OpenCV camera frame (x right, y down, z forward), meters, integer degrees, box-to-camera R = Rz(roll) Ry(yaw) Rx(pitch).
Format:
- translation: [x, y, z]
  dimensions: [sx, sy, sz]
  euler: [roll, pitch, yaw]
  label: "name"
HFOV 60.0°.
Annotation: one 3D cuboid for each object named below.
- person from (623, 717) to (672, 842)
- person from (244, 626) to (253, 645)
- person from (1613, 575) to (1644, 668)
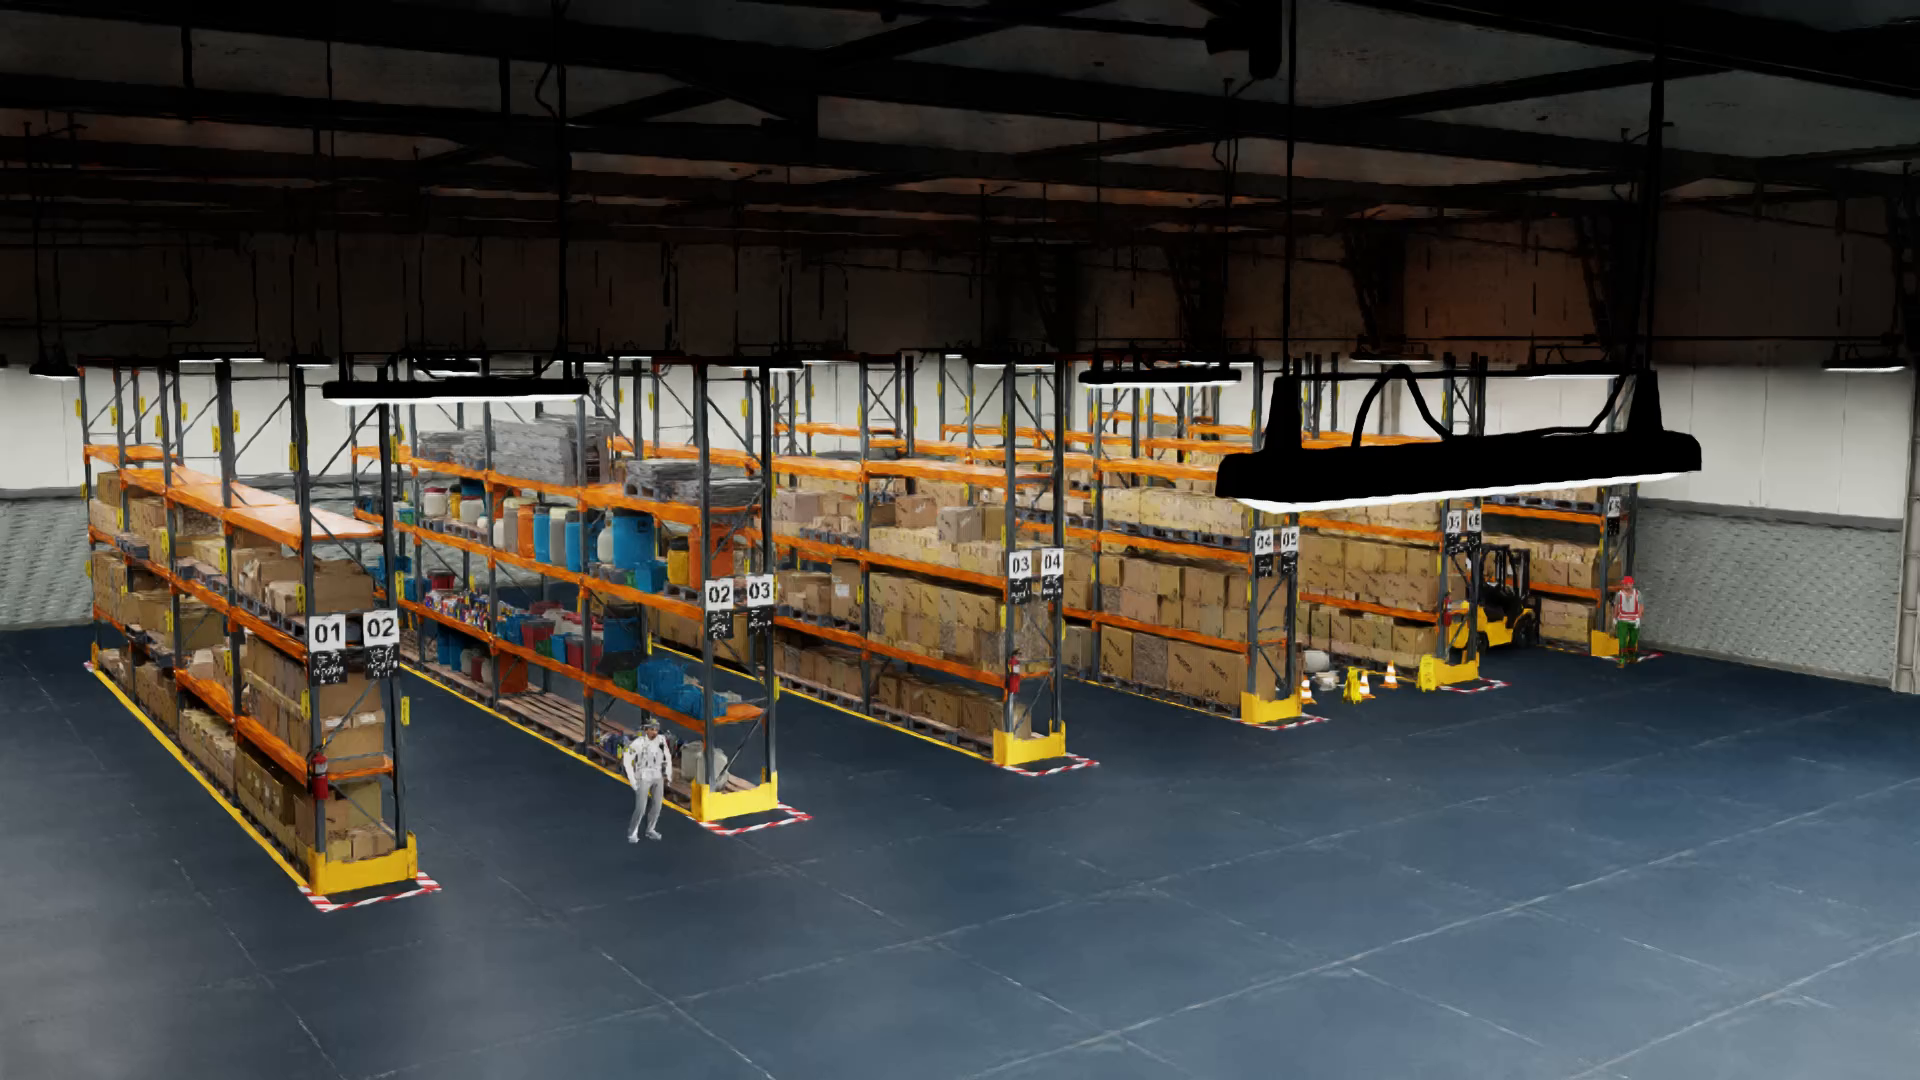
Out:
- translation: [-3.929, 2.995, 20.946]
  dimensions: [0.633, 1.633, 0.507]
  euler: [-5, 9, -36]
  label: "person"
- translation: [-12.970, 1.740, 30.442]
  dimensions: [0.658, 1.784, 0.409]
  euler: [6, 9, 43]
  label: "person"
- translation: [12.918, 1.561, 32.149]
  dimensions: [0.554, 1.785, 0.713]
  euler: [3, 8, 25]
  label: "person"
